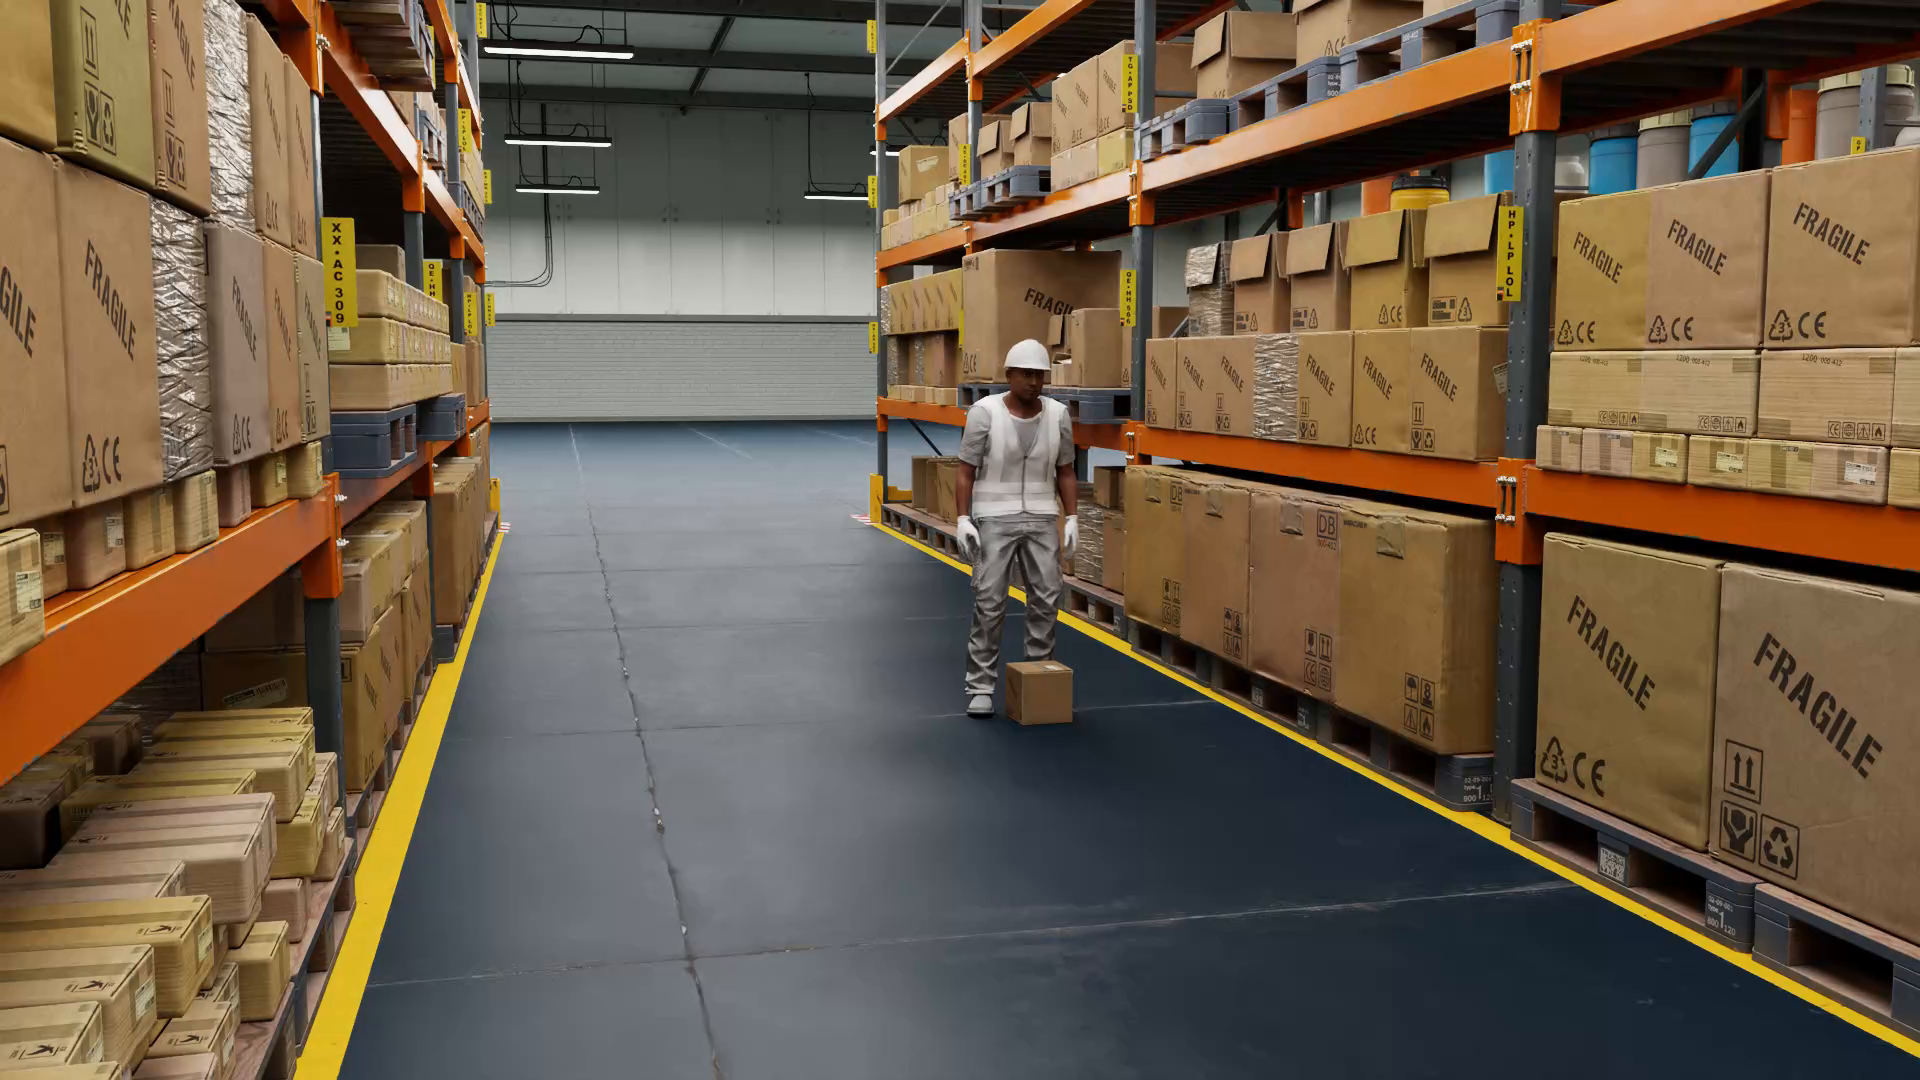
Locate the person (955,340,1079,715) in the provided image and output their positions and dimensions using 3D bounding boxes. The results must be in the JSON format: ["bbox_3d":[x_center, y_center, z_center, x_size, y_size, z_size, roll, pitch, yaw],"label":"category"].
[{"bbox_3d":[0.277,-0.063,7.943,0.614,1.773,0.449,-2,6,-15],"label":"person"}]
